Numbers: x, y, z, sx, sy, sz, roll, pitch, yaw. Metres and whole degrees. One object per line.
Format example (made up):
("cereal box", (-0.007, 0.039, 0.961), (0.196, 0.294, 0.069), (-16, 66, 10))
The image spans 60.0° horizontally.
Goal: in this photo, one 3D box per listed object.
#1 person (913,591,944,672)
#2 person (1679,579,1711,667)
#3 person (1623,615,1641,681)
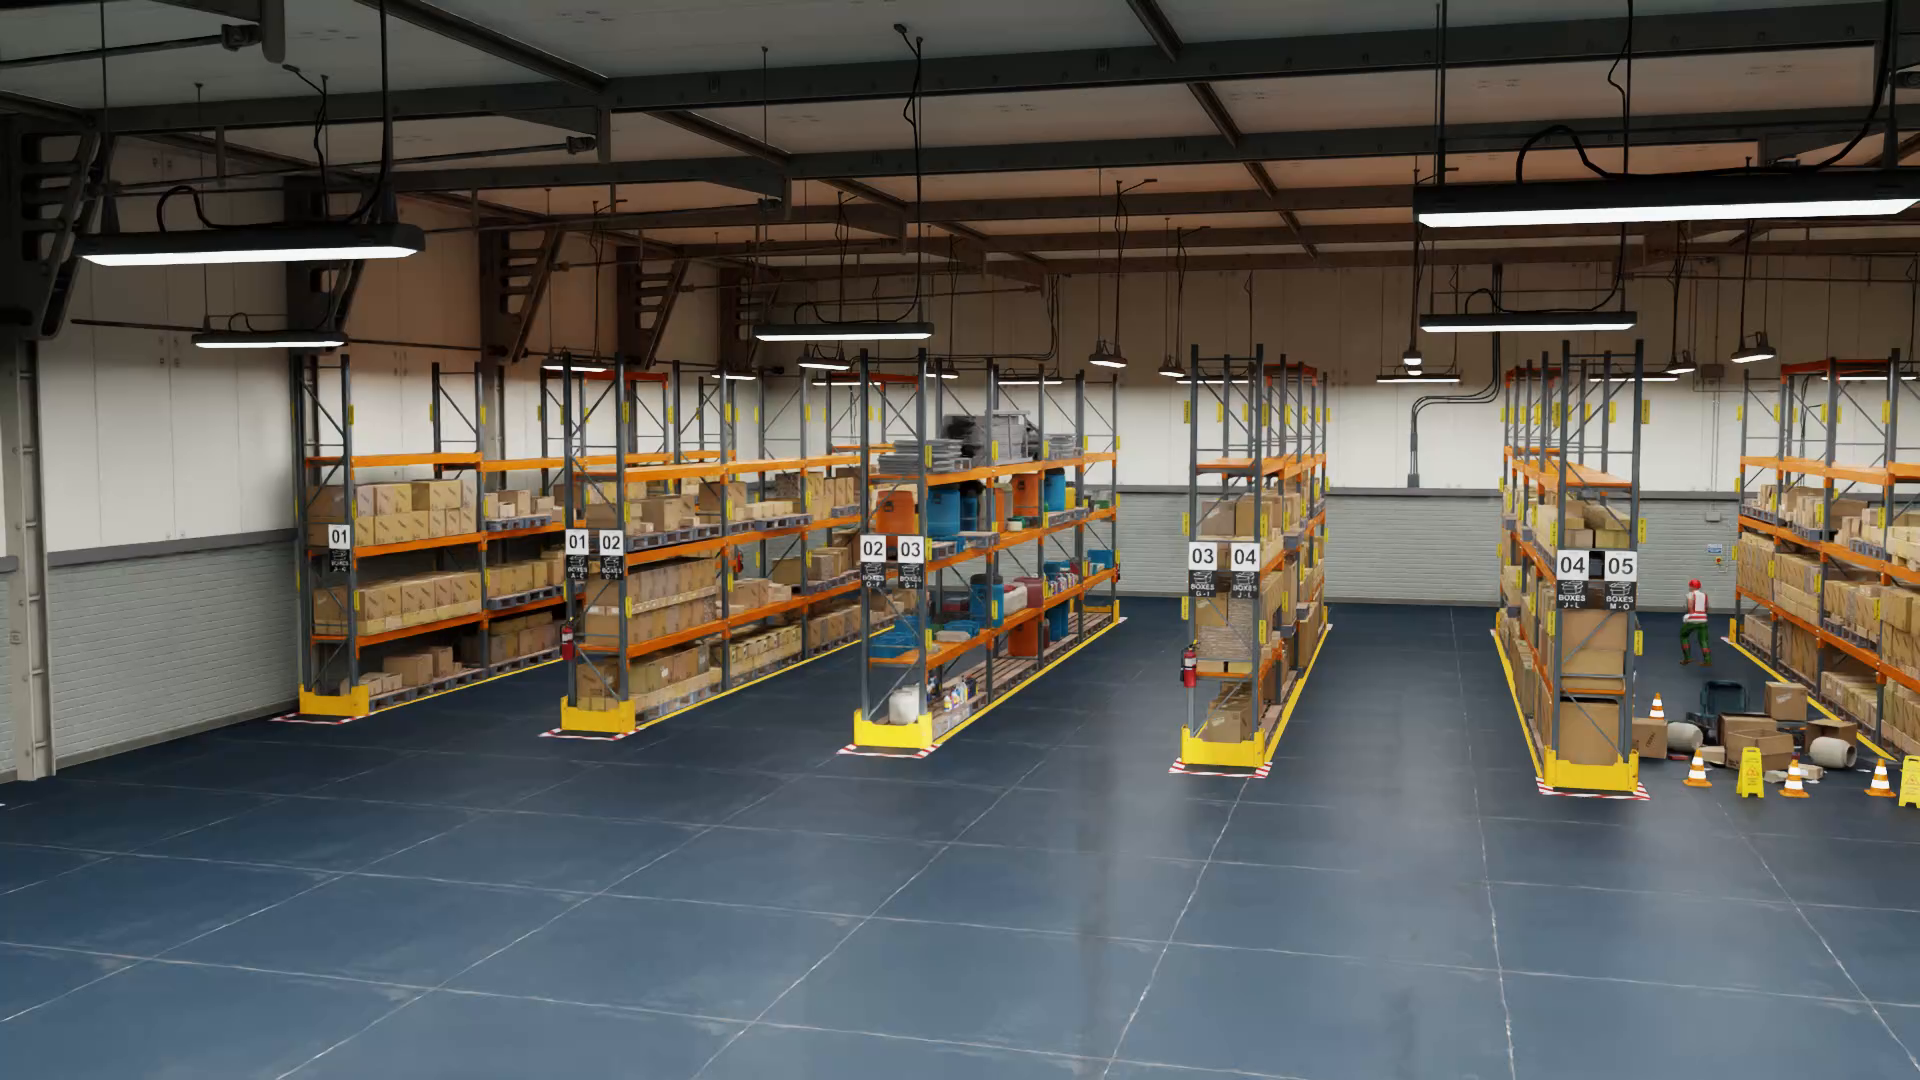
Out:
("person", (-0.603, 1.777, 32.337), (0.641, 1.611, 0.762), (1, 4, 7))
("person", (14.592, 1.647, 32.909), (0.579, 1.730, 0.990), (0, 4, -2))
("person", (12.437, 1.911, 31.002), (0.537, 1.556, 0.747), (0, 4, 6))
